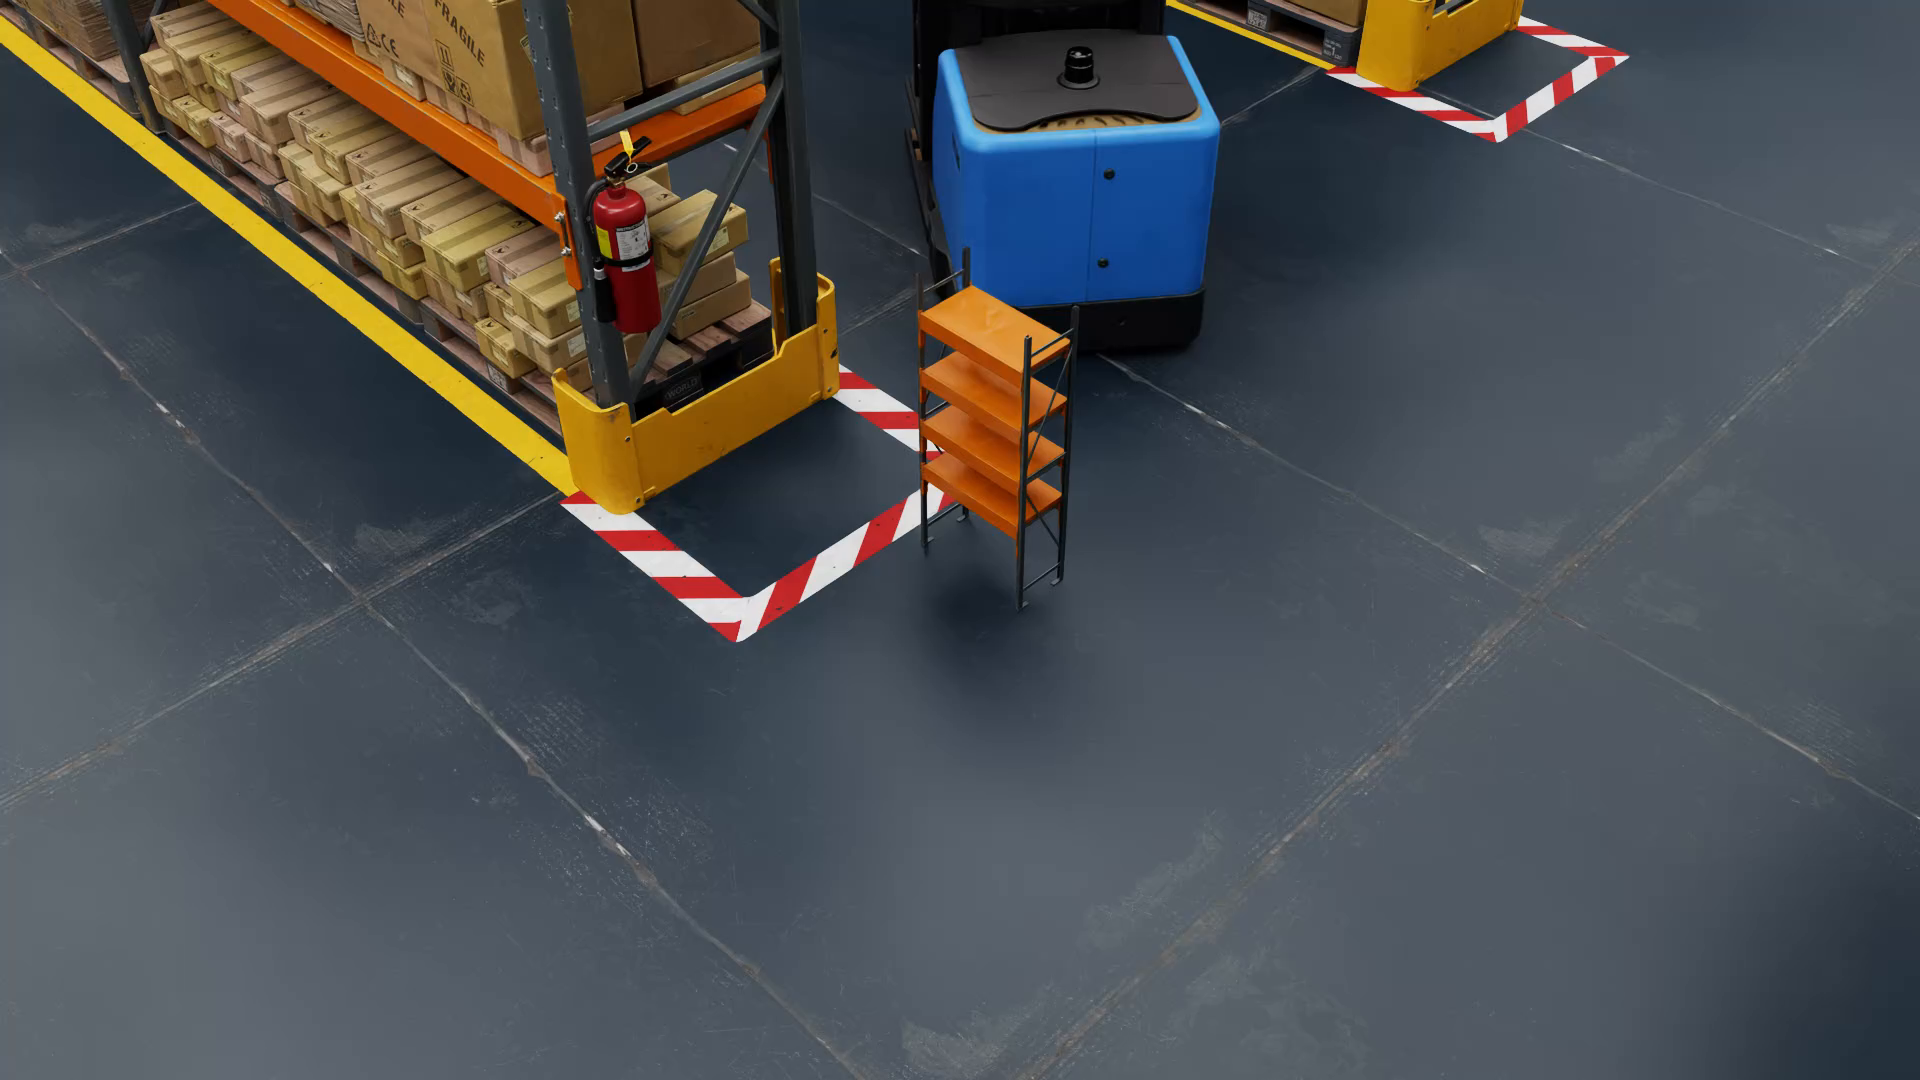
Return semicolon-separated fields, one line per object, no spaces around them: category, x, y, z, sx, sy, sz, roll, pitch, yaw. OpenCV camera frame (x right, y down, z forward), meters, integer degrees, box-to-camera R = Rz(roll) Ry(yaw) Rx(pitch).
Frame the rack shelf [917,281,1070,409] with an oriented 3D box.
rack shelf;0.117;-0.650;5.490;0.258;0.148;0.480;-34;53;-31

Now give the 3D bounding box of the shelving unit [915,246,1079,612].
shelving unit;0.117;-0.361;5.757;0.258;1.200;0.503;-34;53;-31

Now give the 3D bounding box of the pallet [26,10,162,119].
pallet;-4.329;-2.776;9.099;1.003;0.211;1.213;-34;53;-31

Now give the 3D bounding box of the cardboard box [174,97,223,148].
cardboard box;-3.561;-2.077;8.079;0.380;0.149;0.250;-33;52;-30

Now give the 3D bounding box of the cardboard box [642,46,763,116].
cardboard box;-0.950;-1.725;6.092;0.250;0.149;0.380;34;52;31

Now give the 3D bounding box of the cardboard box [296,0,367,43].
cardboard box;-2.178;-2.232;6.163;0.500;0.500;0.500;-34;52;-31

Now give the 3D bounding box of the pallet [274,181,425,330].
pallet;-2.413;-1.510;7.729;1.003;0.211;1.213;-34;53;-31

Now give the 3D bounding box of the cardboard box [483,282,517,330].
cardboard box;-1.675;-0.989;6.682;0.250;0.149;0.380;33;52;31

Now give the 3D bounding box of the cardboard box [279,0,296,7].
cardboard box;-2.624;-2.325;6.741;0.380;0.149;0.250;-32;52;-30

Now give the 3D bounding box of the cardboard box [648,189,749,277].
cardboard box;-1.083;-1.245;6.740;0.250;0.149;0.380;32;51;30

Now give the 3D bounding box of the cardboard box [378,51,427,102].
cardboard box;-1.918;-1.796;6.168;0.380;0.149;0.250;-33;52;-30

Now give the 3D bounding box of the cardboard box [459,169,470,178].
cardboard box;-2.111;-1.697;7.449;0.380;0.149;0.250;-31;51;-29

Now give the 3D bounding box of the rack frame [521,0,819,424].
rack frame;-0.954;-1.505;5.668;1.000;3.000;0.127;-34;53;-31

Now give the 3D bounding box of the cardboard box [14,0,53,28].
cardboard box;-4.842;-3.144;8.975;0.500;0.500;0.500;33;52;30

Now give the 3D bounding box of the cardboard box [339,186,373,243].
cardboard box;-2.440;-1.462;7.193;0.380;0.149;0.250;-31;51;-29

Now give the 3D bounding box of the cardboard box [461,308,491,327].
cardboard box;-1.852;-1.008;6.922;0.250;0.149;0.380;34;52;31

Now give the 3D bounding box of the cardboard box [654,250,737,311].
cardboard box;-1.142;-1.096;6.798;0.380;0.149;0.250;-32;51;-30

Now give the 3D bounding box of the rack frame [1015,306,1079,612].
rack frame;0.289;-0.244;5.630;0.240;1.200;0.015;-34;53;-31

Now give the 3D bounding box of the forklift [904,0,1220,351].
forklift;0.324;-2.839;7.162;1.130;2.935;3.031;-5;43;-6

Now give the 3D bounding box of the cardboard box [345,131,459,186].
cardboard box;-2.391;-1.612;7.137;0.250;0.149;0.380;32;52;30

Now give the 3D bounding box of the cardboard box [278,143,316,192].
cardboard box;-2.810;-1.711;7.464;0.250;0.149;0.380;34;52;31

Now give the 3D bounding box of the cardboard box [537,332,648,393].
cardboard box;-1.473;-0.765;6.659;0.380;0.149;0.250;-33;52;-31

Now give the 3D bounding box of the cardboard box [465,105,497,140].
cardboard box;-1.533;-1.571;5.925;0.250;0.149;0.380;34;53;31

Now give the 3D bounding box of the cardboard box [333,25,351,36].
cardboard box;-2.231;-2.095;6.492;0.250;0.149;0.380;32;51;30

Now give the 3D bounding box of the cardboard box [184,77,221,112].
cardboard box;-3.507;-2.237;8.033;0.380;0.149;0.250;-34;52;-31

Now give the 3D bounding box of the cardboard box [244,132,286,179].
cardboard box;-3.134;-1.885;7.870;0.250;0.149;0.380;33;52;31

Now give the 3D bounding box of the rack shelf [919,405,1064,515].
rack shelf;0.117;-0.312;5.802;0.258;0.148;0.480;-34;53;-31

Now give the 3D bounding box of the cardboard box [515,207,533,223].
cardboard box;-2.014;-1.265;6.981;0.250;0.149;0.380;34;52;31

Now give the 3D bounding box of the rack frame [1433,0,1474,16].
rack frame;2.629;-3.833;8.188;1.000;3.000;0.127;-34;53;-31

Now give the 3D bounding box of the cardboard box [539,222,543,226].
cardboard box;-1.623;-1.395;7.341;0.380;0.149;0.250;-33;52;-31

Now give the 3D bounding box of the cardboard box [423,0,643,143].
cardboard box;-1.453;-1.743;5.633;0.500;0.500;0.500;-33;52;-31

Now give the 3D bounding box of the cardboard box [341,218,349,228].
cardboard box;-2.564;-1.511;7.467;0.380;0.149;0.250;-33;52;-30

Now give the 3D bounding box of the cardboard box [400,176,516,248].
cardboard box;-2.055;-1.330;6.832;0.250;0.149;0.380;32;52;30

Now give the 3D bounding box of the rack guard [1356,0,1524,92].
rack guard;2.646;-2.904;9.024;1.175;0.500;0.348;-34;53;-31

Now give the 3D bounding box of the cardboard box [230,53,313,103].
cardboard box;-3.116;-2.115;7.681;0.250;0.149;0.380;33;52;30

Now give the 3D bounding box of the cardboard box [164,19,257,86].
cardboard box;-3.529;-2.327;7.911;0.380;0.149;0.250;-31;51;-29

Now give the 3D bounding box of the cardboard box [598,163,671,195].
cardboard box;-1.450;-1.502;7.018;0.250;0.149;0.380;34;53;31

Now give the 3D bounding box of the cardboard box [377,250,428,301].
cardboard box;-2.260;-1.213;7.144;0.250;0.149;0.380;32;51;30

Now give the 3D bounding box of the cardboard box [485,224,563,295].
cardboard box;-1.644;-1.112;6.596;0.380;0.149;0.250;-33;52;-31

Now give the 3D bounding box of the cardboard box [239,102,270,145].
cardboard box;-3.121;-2.006;7.783;0.250;0.149;0.380;32;51;30

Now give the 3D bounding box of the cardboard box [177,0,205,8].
cardboard box;-4.113;-3.145;8.976;0.500;0.500;0.500;-32;51;-30

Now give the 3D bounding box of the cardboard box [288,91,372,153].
cardboard box;-2.743;-1.862;7.407;0.250;0.149;0.380;32;51;30

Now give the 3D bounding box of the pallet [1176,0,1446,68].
pallet;2.009;-3.156;9.510;1.003;0.211;1.213;-34;53;-31
